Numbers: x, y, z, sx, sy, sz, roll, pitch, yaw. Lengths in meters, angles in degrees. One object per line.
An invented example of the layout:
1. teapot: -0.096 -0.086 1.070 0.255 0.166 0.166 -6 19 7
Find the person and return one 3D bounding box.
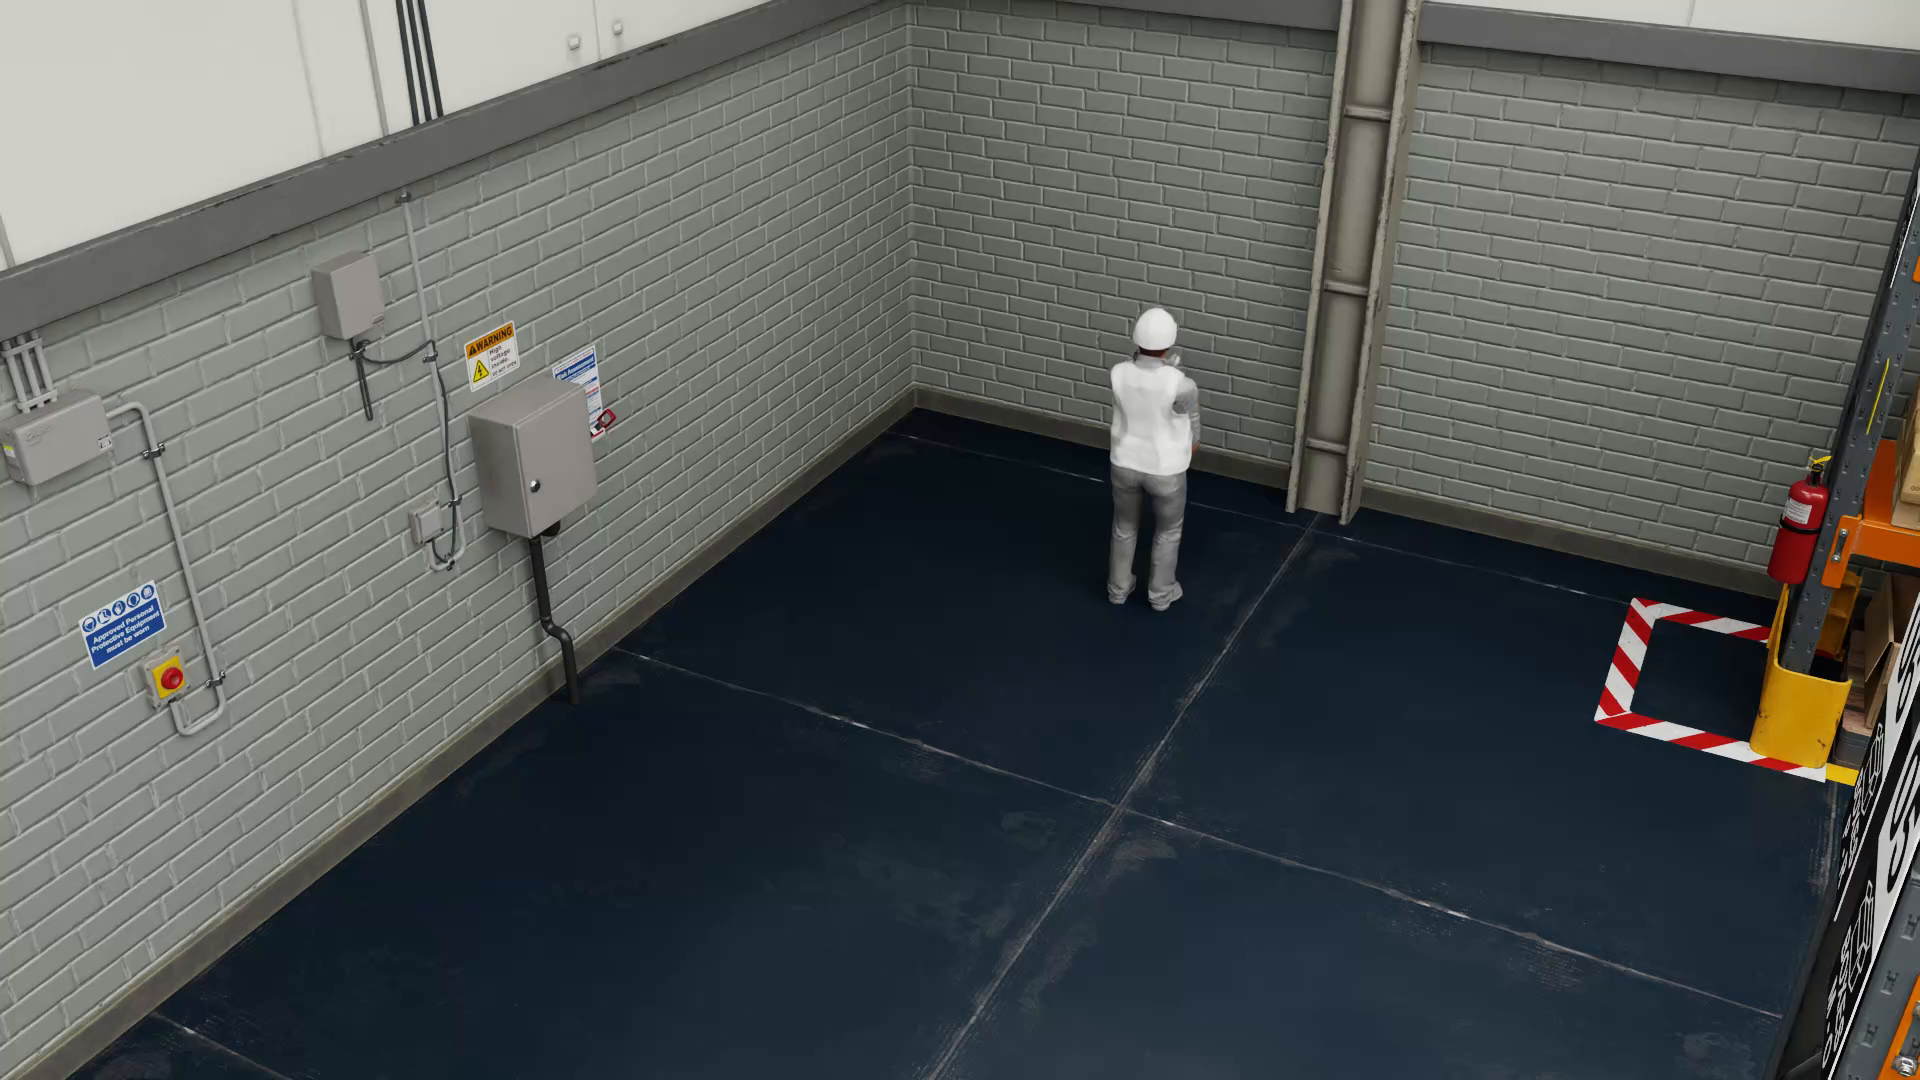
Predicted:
1. person: 1.053 -0.459 9.071 0.495 1.772 0.551 14 33 23
